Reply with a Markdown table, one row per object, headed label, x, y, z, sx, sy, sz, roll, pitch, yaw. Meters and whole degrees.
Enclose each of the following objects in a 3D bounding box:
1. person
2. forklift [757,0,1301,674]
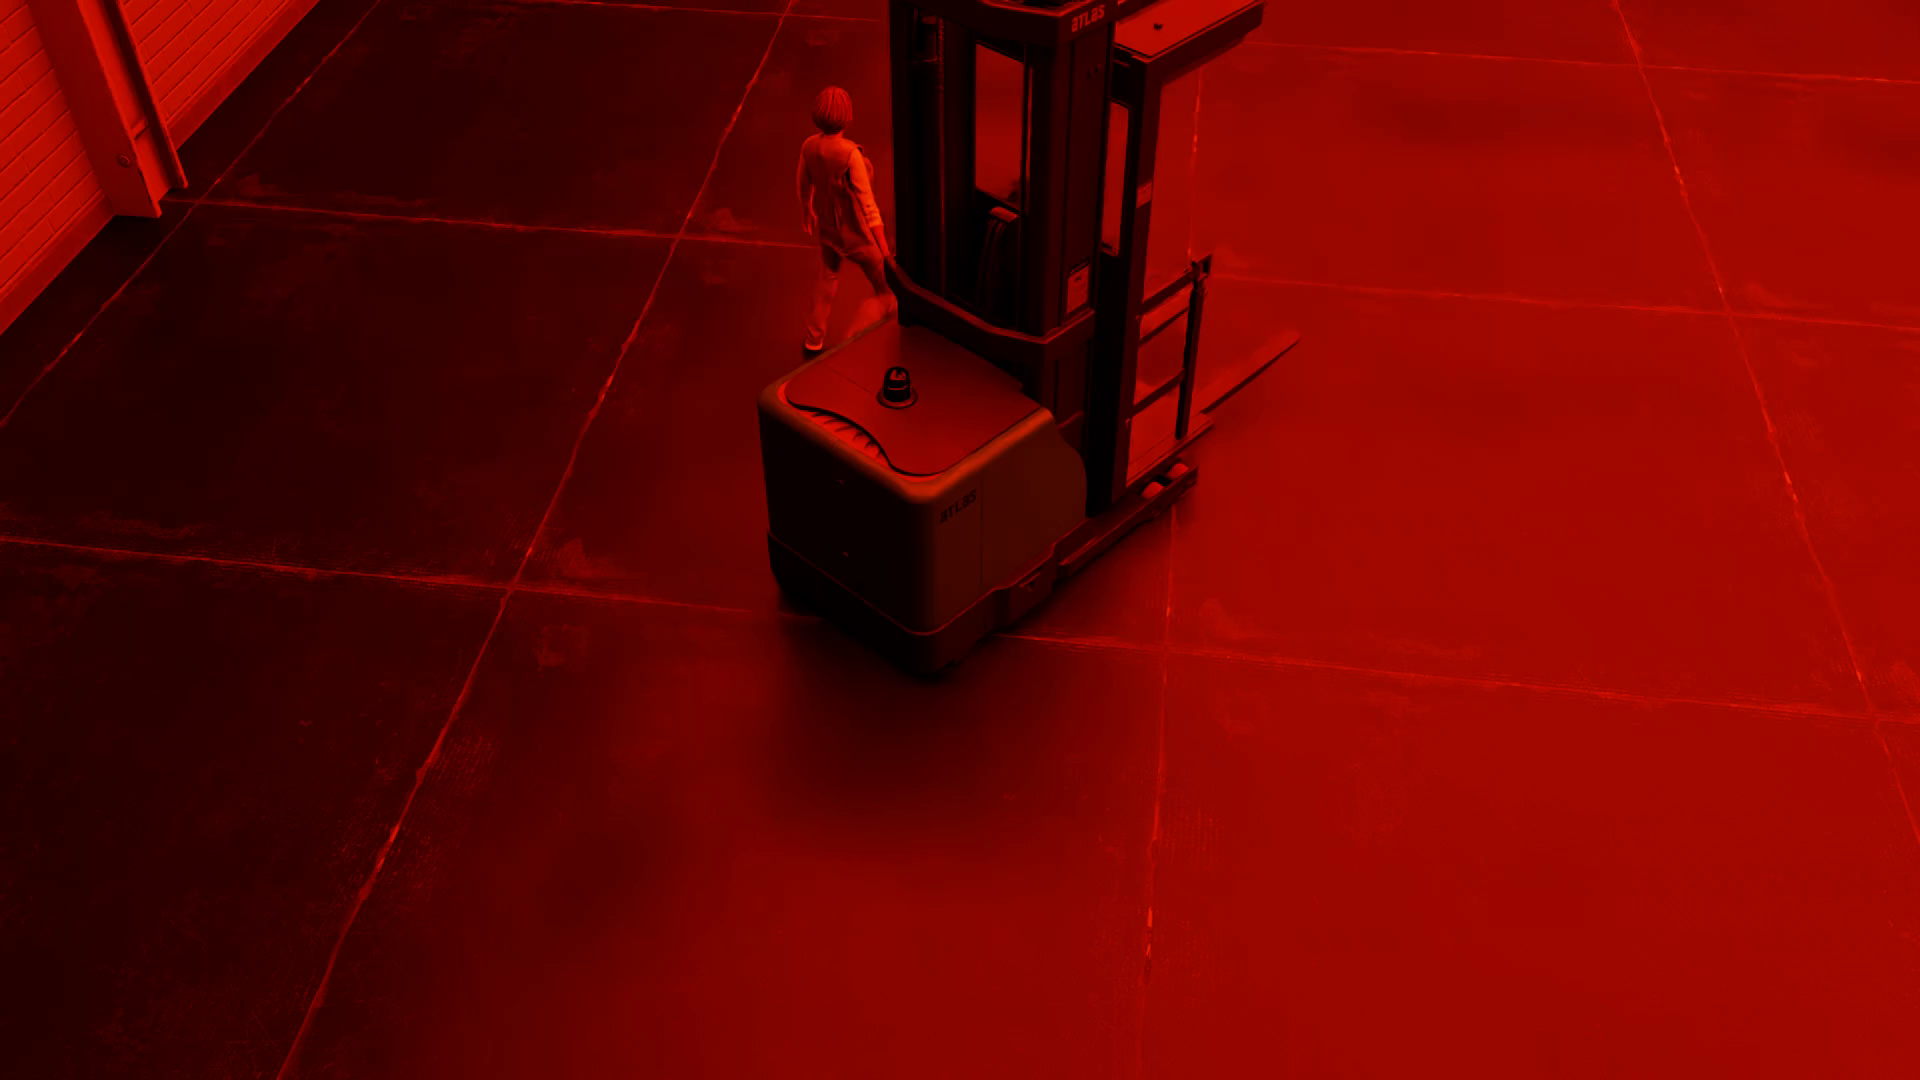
| label | x | y | z | sx | sy | sz | roll | pitch | yaw |
| --- | --- | --- | --- | --- | --- | --- | --- | --- | --- |
| person | -0.588 | -1.532 | 8.440 | 0.743 | 1.529 | 0.444 | 34 | 52 | 31 |
| forklift | 0.509 | -1.407 | 7.256 | 1.130 | 2.935 | 3.031 | 33 | 52 | 30 |
